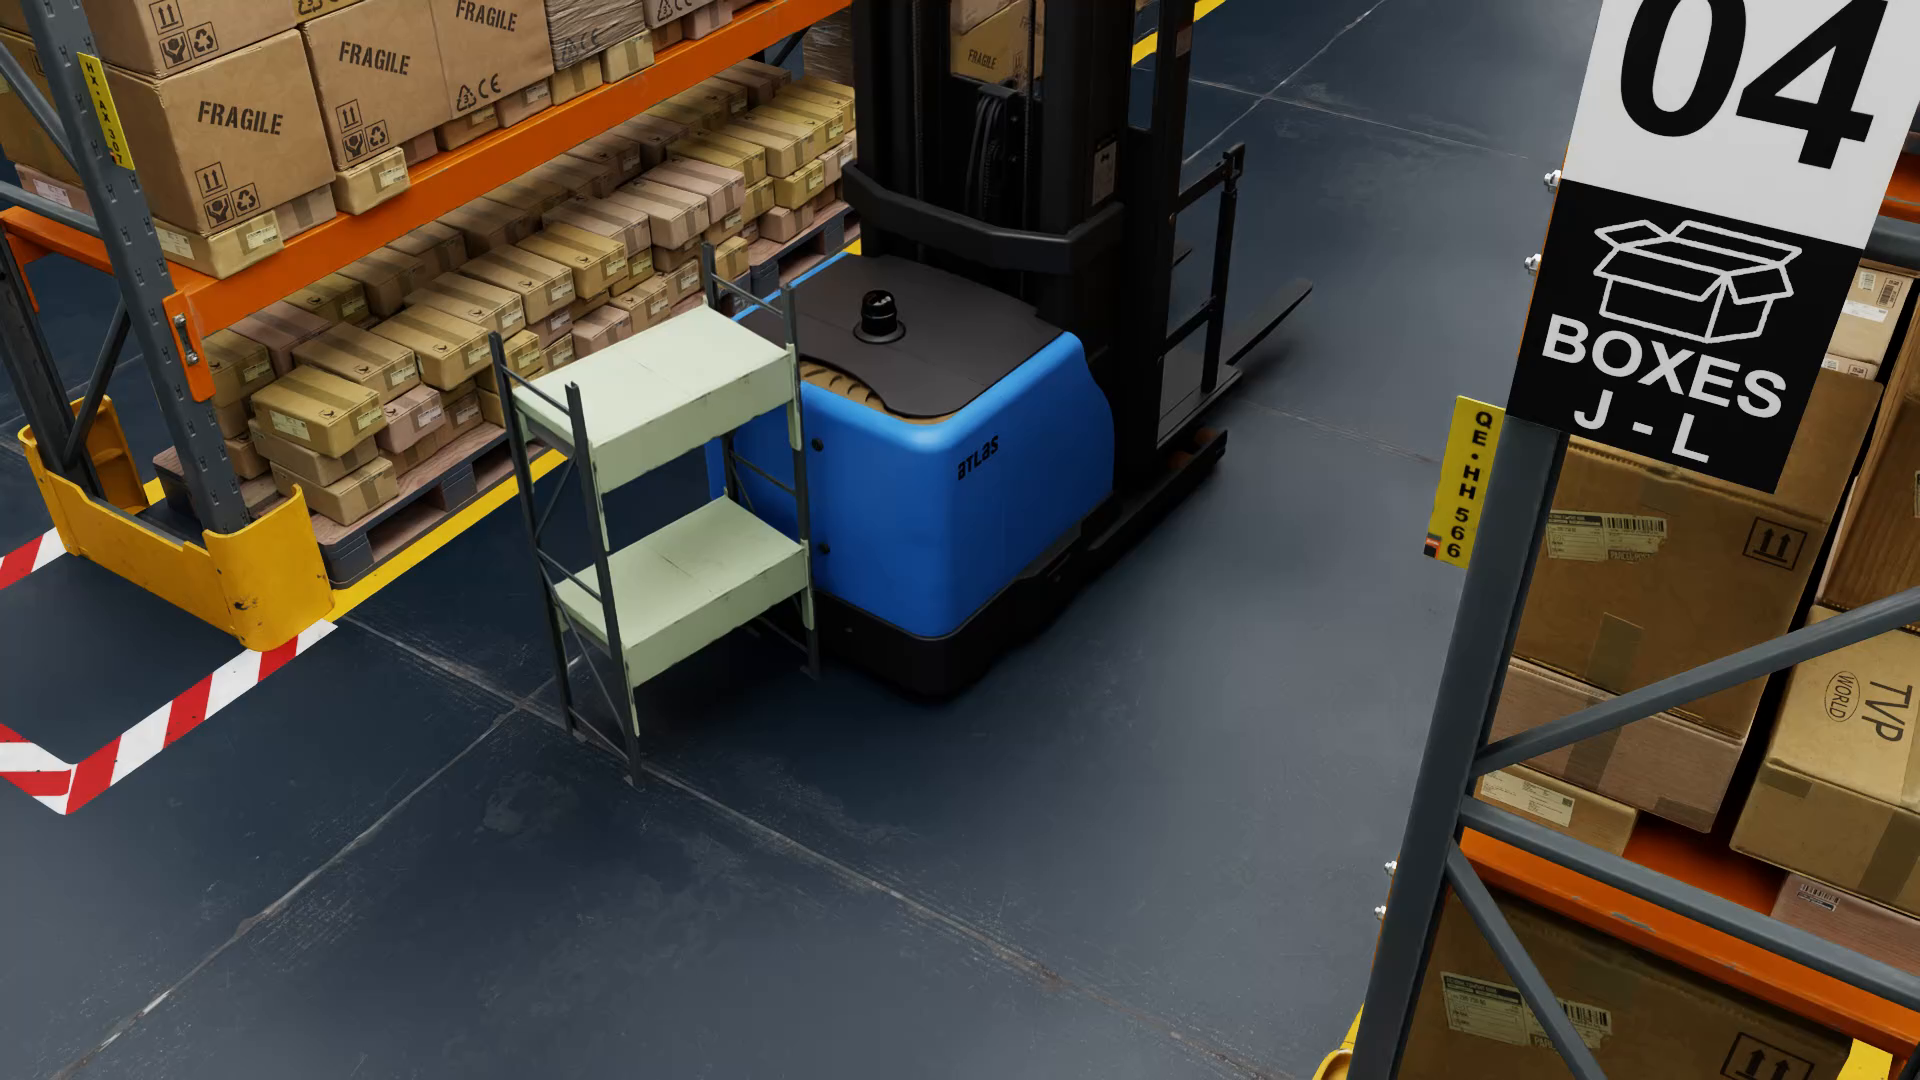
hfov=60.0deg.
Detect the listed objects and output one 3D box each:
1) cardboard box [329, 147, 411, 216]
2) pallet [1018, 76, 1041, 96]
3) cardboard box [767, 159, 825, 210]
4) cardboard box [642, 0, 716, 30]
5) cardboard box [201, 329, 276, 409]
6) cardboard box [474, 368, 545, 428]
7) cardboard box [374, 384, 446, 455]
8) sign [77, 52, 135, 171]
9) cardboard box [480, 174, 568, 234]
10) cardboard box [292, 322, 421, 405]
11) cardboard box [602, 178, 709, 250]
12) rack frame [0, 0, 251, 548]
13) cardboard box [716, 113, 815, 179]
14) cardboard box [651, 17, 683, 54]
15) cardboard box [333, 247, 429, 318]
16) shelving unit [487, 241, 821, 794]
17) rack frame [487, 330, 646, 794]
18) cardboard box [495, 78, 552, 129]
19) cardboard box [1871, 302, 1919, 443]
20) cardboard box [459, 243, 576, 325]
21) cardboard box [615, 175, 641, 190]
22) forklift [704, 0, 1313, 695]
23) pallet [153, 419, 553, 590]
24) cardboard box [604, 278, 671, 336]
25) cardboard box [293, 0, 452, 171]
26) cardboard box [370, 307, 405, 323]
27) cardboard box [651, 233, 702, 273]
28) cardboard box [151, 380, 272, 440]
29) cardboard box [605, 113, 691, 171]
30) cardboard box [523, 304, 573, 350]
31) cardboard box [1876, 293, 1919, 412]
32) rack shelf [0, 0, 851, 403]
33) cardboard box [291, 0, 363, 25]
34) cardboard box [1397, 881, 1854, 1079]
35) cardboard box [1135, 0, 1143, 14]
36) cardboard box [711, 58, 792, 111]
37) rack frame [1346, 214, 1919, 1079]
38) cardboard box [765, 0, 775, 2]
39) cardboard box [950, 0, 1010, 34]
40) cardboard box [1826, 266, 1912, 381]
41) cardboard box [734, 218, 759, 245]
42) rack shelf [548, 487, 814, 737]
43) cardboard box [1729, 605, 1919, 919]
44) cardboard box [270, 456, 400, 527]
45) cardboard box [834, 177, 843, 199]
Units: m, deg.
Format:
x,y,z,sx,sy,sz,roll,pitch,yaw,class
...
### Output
x,y,z,sx,sy,sz,roll,pitch,yaw,class
-2.095,-1.252,5.623,0.380,0.149,0.250,20,42,24,cardboard box
-0.278,-2.385,9.171,1.003,0.211,1.213,21,42,25,pallet
-0.857,-1.689,7.732,0.380,0.149,0.250,20,42,24,cardboard box
-1.261,-2.380,6.555,0.500,0.500,0.500,21,42,25,cardboard box
-2.767,-0.654,6.146,0.380,0.149,0.250,22,43,26,cardboard box
-1.858,-0.616,6.584,0.380,0.149,0.250,22,43,26,cardboard box
-2.145,-0.490,6.176,0.380,0.149,0.250,21,42,25,cardboard box
-2.378,-1.191,4.629,0.100,0.325,0.005,21,42,25,sign
-1.912,-1.454,7.183,0.380,0.149,0.250,21,42,25,cardboard box
-2.223,-0.639,6.126,0.380,0.149,0.250,22,43,26,cardboard box
-1.301,-1.396,7.107,0.380,0.149,0.250,20,42,24,cardboard box
-2.837,-1.026,5.124,1.000,3.000,0.127,21,42,25,rack frame
-0.895,-1.817,7.654,0.380,0.149,0.250,21,42,25,cardboard box
-1.349,-2.089,6.709,0.380,0.149,0.250,21,42,24,cardboard box
-2.360,-1.053,6.663,0.380,0.149,0.250,19,42,23,cardboard box
-0.879,-0.046,5.081,0.431,1.500,0.755,31,47,34,shelving unit
-1.137,0.112,4.876,0.400,1.500,0.023,31,47,34,rack frame
-1.750,-1.680,6.178,0.380,0.149,0.250,20,42,24,cardboard box
2.323,-0.393,3.567,0.500,0.500,0.500,20,42,24,cardboard box
-1.760,-1.022,6.623,0.380,0.149,0.250,23,43,27,cardboard box
-1.632,-1.591,7.605,0.380,0.149,0.250,23,43,27,cardboard box
0.402,-1.502,5.797,1.130,2.935,3.031,24,44,28,forklift
-2.331,-0.368,6.554,1.003,0.211,1.213,21,42,25,pallet
-1.468,-1.030,7.121,0.380,0.149,0.250,21,42,25,cardboard box
-2.097,-1.608,5.554,0.500,0.500,0.500,21,42,25,cardboard box
-2.287,-0.920,6.734,0.380,0.149,0.250,21,42,25,cardboard box
-1.355,-1.323,7.256,0.380,0.149,0.250,19,42,23,cardboard box
-2.795,-0.546,6.249,0.380,0.149,0.250,20,42,24,cardboard box
-1.465,-1.840,7.684,0.380,0.149,0.250,20,42,24,cardboard box
-1.797,-0.909,6.720,0.380,0.149,0.250,19,42,23,cardboard box
2.603,-0.368,4.149,0.500,0.250,0.500,20,42,24,cardboard box
-1.765,-1.772,6.681,1.077,0.370,4.000,21,42,25,rack shelf
-2.107,-1.986,5.225,0.500,0.500,0.500,22,43,26,cardboard box
1.573,0.968,3.934,0.875,0.875,0.875,21,42,25,cardboard box
0.767,-3.357,9.851,0.500,0.500,0.500,19,42,23,cardboard box
-1.053,-2.251,8.217,0.380,0.149,0.250,23,43,27,cardboard box
1.297,0.649,2.952,1.000,3.000,0.127,21,42,25,rack frame
-0.889,-2.478,7.213,0.380,0.149,0.250,23,43,27,cardboard box
-0.075,-2.856,8.587,0.500,0.250,0.500,19,42,23,cardboard box
2.153,-0.540,4.373,0.500,0.250,0.500,21,42,25,cardboard box
-1.157,-1.452,7.667,0.380,0.149,0.250,20,42,24,cardboard box
-0.879,0.212,5.280,0.431,0.370,0.720,31,47,34,rack shelf
1.783,0.431,3.113,0.500,0.250,0.500,20,42,24,cardboard box
-2.286,-0.228,6.081,0.380,0.149,0.250,22,43,26,cardboard box
-0.616,-1.811,8.134,0.380,0.149,0.250,22,43,26,cardboard box
